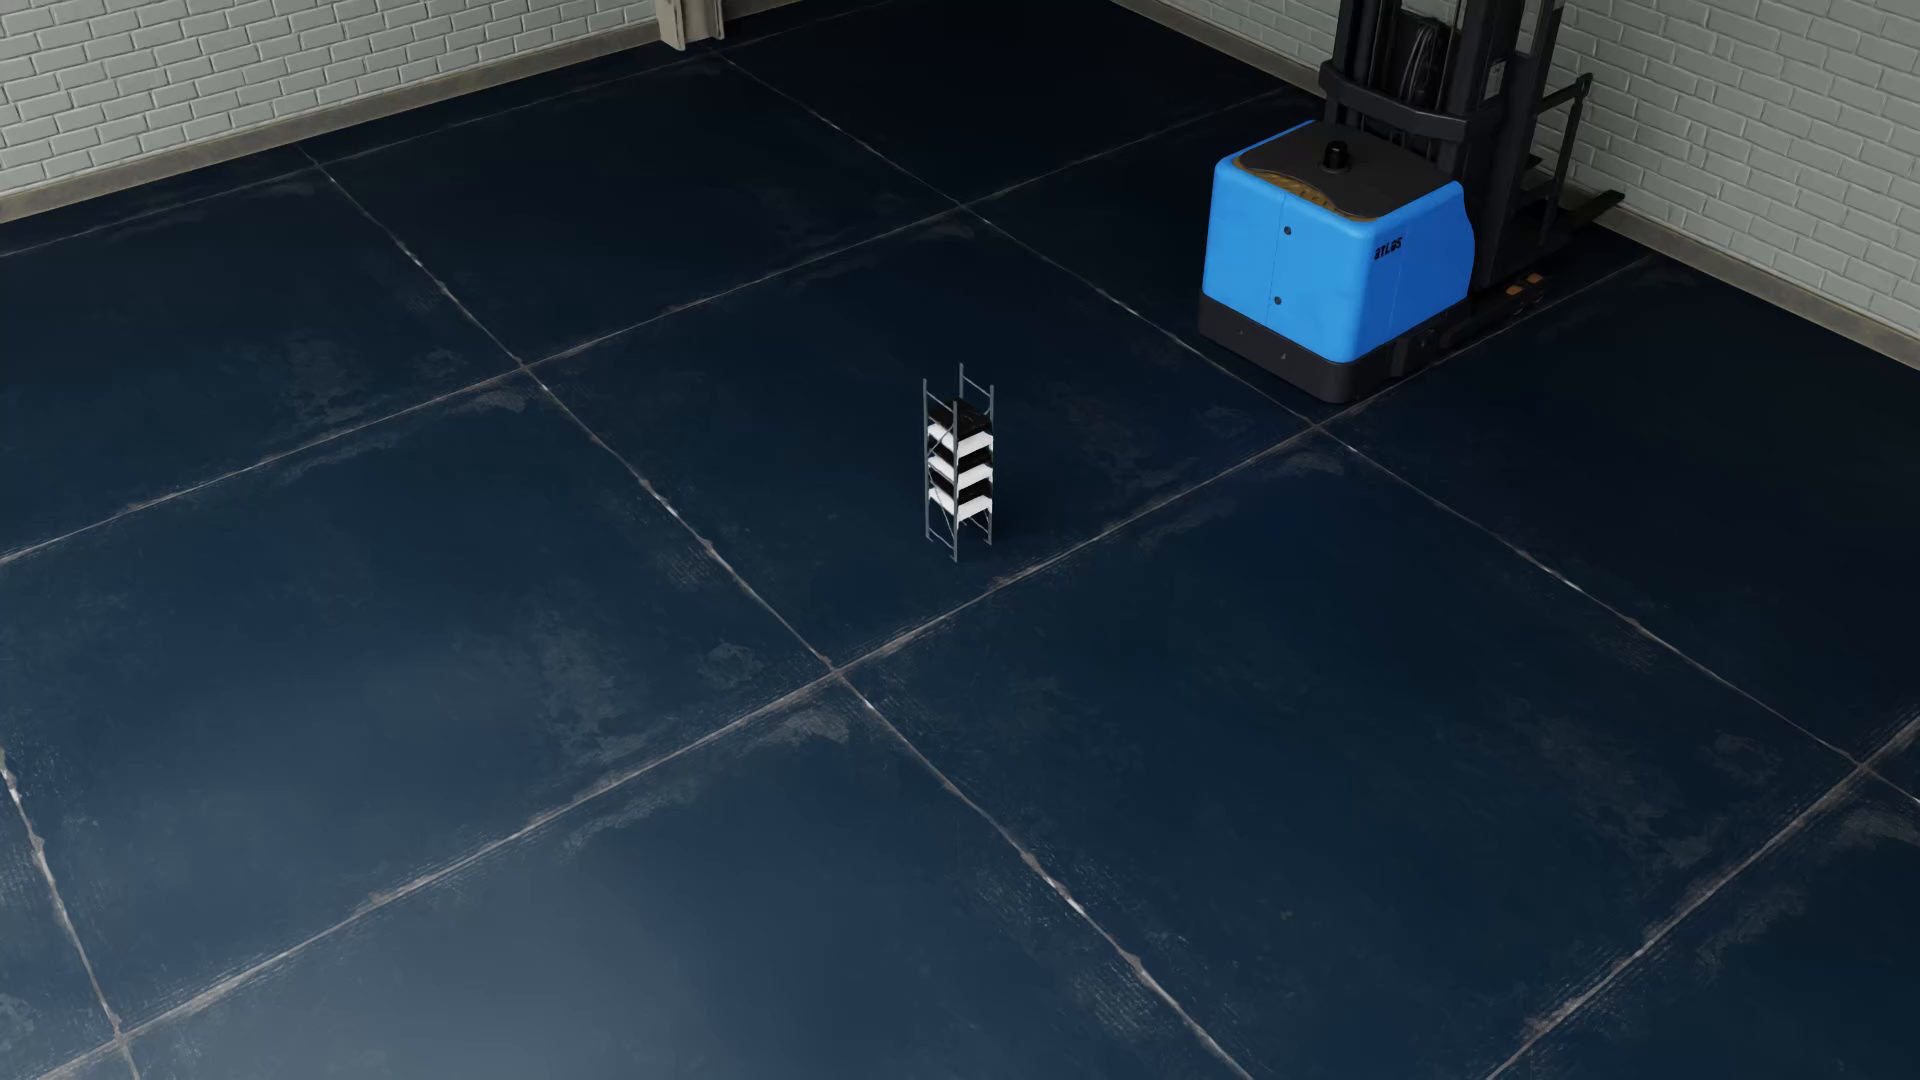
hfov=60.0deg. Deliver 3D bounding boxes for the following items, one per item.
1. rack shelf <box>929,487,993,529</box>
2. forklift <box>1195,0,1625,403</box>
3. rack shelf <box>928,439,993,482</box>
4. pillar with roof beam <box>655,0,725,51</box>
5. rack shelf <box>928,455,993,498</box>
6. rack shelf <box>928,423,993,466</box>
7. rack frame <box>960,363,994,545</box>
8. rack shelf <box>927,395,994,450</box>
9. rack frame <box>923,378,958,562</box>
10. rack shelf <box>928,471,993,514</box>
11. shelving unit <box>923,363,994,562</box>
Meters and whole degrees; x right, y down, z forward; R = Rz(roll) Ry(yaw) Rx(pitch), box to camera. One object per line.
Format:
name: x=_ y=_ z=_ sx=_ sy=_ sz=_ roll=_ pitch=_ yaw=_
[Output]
rack shelf: x=-0.006 y=-0.180 z=7.730 sx=0.200 sy=0.077 sz=0.258 roll=-26 pitch=46 yaw=-28
forklift: x=2.748 y=-2.638 z=8.789 sx=3.031 sy=2.935 sz=1.130 roll=-29 pitch=47 yaw=-30
rack shelf: x=-0.006 y=-0.389 z=7.558 sx=0.200 sy=0.077 sz=0.258 roll=-26 pitch=46 yaw=-28
pillar with roof beam: x=0.615 y=-5.079 z=6.980 sx=0.400 sy=9.000 sz=9.100 roll=-26 pitch=46 yaw=-28
rack shelf: x=-0.006 y=-0.319 z=7.615 sx=0.200 sy=0.077 sz=0.258 roll=-26 pitch=46 yaw=-28
rack shelf: x=-0.006 y=-0.458 z=7.501 sx=0.200 sy=0.077 sz=0.258 roll=-26 pitch=46 yaw=-28
rack frame: x=0.074 y=-0.384 z=7.642 sx=0.006 sy=0.900 sz=0.240 roll=-26 pitch=46 yaw=-28
rack shelf: x=-0.006 y=-0.528 z=7.444 sx=0.200 sy=0.077 sz=0.258 roll=-26 pitch=46 yaw=-28
rack frame: x=-0.087 y=-0.305 z=7.546 sx=0.006 sy=0.900 sz=0.240 roll=-26 pitch=46 yaw=-28
rack shelf: x=-0.006 y=-0.249 z=7.672 sx=0.200 sy=0.077 sz=0.258 roll=-26 pitch=46 yaw=-28
shelving unit: x=-0.006 y=-0.345 z=7.594 sx=0.210 sy=0.900 sz=0.258 roll=-26 pitch=46 yaw=-28
